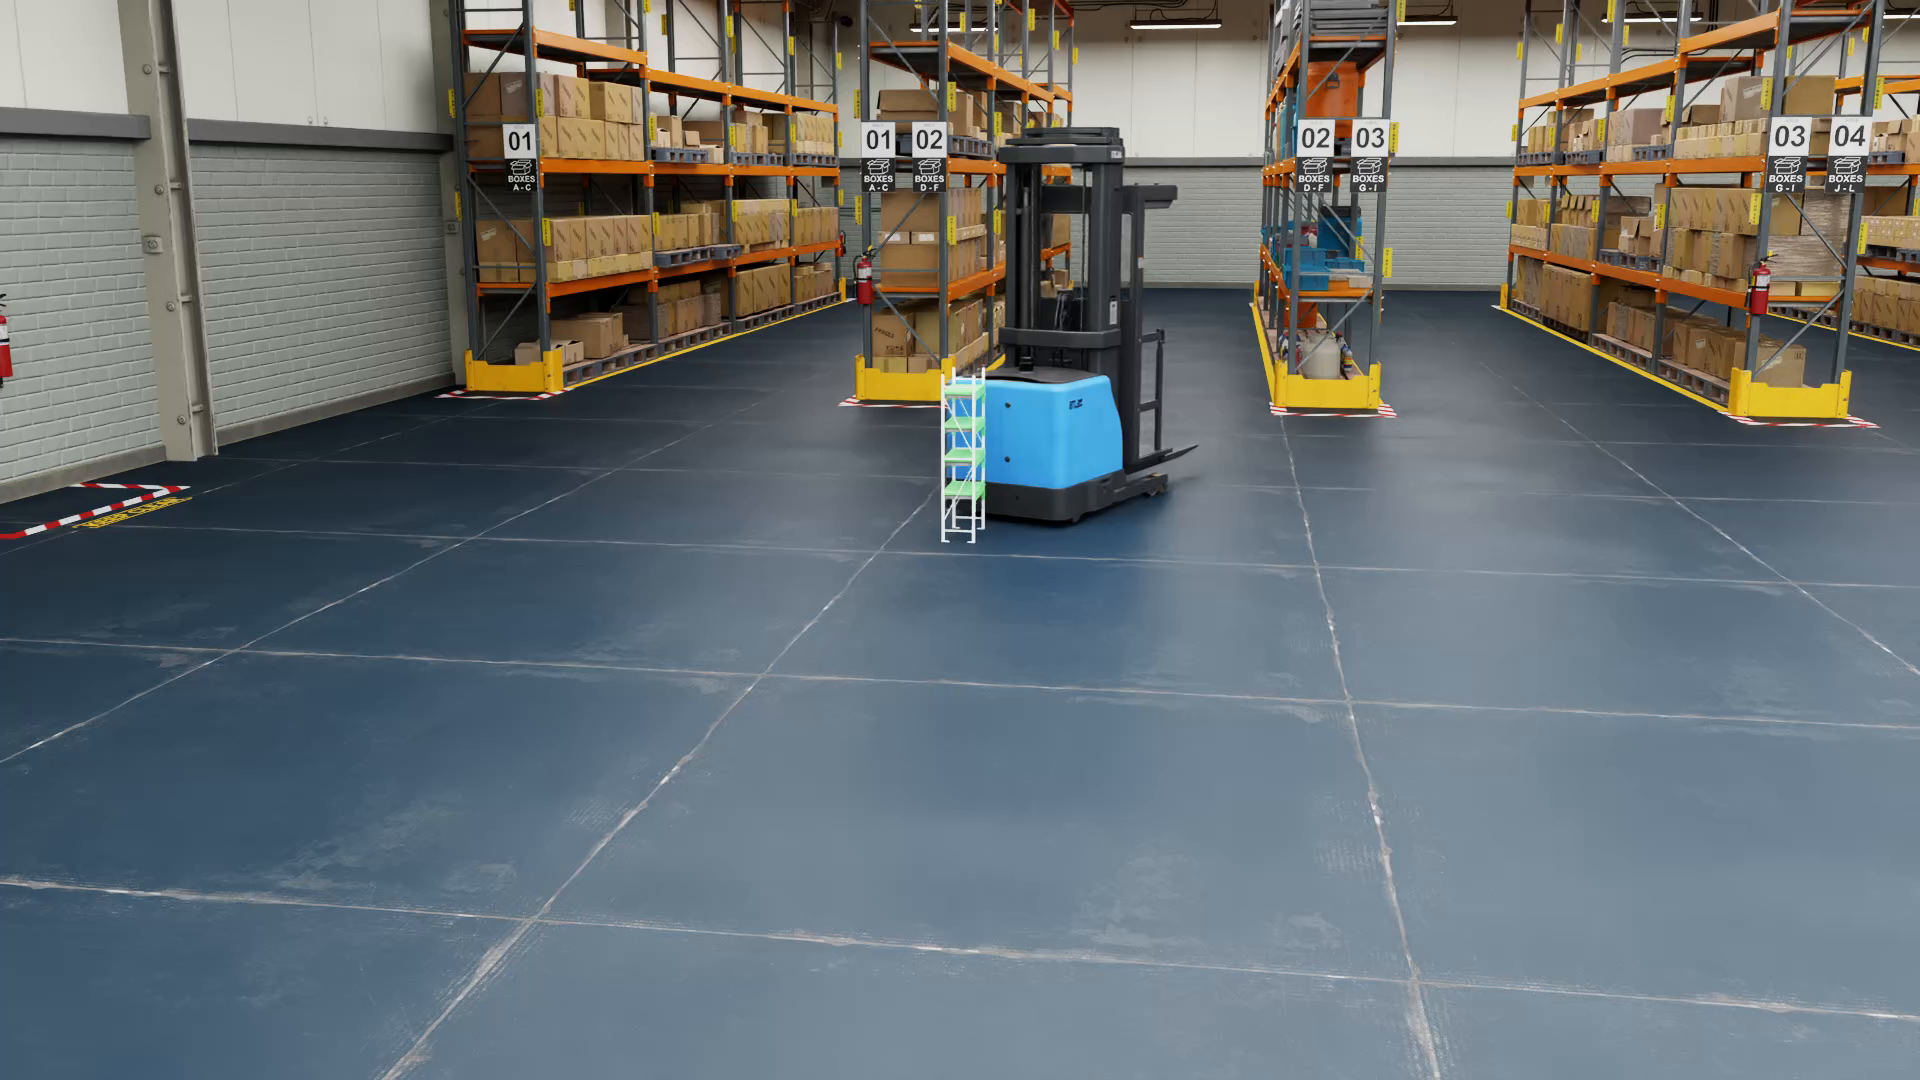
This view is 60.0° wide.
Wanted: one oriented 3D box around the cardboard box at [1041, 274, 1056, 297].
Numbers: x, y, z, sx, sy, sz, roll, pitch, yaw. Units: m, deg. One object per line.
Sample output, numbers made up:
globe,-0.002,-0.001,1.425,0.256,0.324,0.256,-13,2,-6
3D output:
cardboard box,1.486,-5.042,33.150,0.797,0.503,0.637,2,12,9

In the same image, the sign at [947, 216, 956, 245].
sign,-0.096,-3.601,19.338,0.100,0.325,0.005,2,12,9

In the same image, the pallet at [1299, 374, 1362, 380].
pallet,4.346,-1.820,19.936,1.003,0.211,1.213,2,12,9

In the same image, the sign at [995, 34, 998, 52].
sign,0.669,-9.105,30.478,0.100,0.325,0.005,2,12,9

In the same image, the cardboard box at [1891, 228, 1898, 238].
cardboard box,15.043,-4.880,26.408,0.380,0.149,0.250,2,12,8

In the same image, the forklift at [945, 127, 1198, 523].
forklift,1.070,-1.827,13.514,1.130,2.935,3.031,7,14,30

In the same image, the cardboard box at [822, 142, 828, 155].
cardboard box,-3.007,-8.026,34.117,0.500,0.250,0.500,1,12,7

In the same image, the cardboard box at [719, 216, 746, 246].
cardboard box,-3.981,-5.280,28.382,0.500,0.500,0.500,2,12,10

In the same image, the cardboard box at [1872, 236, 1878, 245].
cardboard box,15.165,-4.896,27.190,0.380,0.149,0.250,2,12,8

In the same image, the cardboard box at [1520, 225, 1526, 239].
cardboard box,11.110,-5.935,32.062,0.500,0.250,0.500,1,12,7

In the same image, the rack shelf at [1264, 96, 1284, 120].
rack shelf,6.403,-8.296,31.787,1.077,0.370,4.000,2,12,9

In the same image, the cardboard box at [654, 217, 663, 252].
cardboard box,-4.812,-4.519,24.561,0.700,0.500,0.500,2,12,9

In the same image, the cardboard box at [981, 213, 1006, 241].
cardboard box,0.572,-5.212,27.824,0.700,0.500,0.500,-2,12,-10

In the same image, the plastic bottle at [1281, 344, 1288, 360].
plastic bottle,4.187,-2.357,21.232,0.152,0.276,0.135,2,12,7

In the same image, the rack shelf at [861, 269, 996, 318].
rack shelf,-0.336,-3.223,21.534,1.077,0.370,4.000,2,12,9

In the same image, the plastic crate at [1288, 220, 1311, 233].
plastic crate,6.844,-6.298,33.871,0.616,0.435,0.499,2,12,9

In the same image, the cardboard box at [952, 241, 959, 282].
cardboard box,-0.401,-3.516,20.952,0.700,0.500,0.500,2,12,9

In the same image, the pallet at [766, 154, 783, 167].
pallet,-3.786,-6.996,30.670,0.805,0.209,1.217,1,12,6

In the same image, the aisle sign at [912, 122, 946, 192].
aisle sign,-0.351,-4.405,19.143,0.394,0.787,0.004,2,12,9

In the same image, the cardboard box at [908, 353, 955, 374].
cardboard box,-0.341,-2.123,20.257,0.500,0.250,0.500,2,12,9

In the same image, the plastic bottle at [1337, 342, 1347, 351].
plastic bottle,4.943,-2.429,21.563,0.152,0.276,0.135,2,12,10

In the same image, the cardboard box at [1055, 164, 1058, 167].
cardboard box,1.602,-7.246,31.732,0.500,0.250,0.500,2,12,9

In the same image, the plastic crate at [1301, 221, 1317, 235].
plastic crate,6.481,-5.733,31.181,0.402,0.464,0.583,2,12,9

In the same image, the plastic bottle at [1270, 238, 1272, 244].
plastic bottle,5.506,-5.157,29.098,0.152,0.276,0.135,2,12,9

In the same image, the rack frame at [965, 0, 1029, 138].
rack frame,0.587,-7.756,26.622,1.000,3.000,0.127,2,12,9

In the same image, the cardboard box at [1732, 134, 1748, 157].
cardboard box,9.041,-4.442,18.720,0.500,0.250,0.500,2,12,9

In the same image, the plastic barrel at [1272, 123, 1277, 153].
plastic barrel,5.767,-7.131,29.524,0.433,0.535,0.433,0,12,0

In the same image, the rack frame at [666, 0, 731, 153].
rack frame,-4.309,-7.916,27.363,1.000,3.000,0.127,2,12,9

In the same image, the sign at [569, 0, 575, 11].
sign,-5.473,-7.634,23.462,0.100,0.325,0.005,2,12,9

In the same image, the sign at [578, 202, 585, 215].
sign,-5.473,-4.734,24.089,0.100,0.325,0.005,2,12,9

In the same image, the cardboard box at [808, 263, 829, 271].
cardboard box,-2.965,-5.714,34.784,0.380,0.149,0.250,2,12,10

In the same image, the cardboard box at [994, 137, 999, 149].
cardboard box,0.326,-5.985,24.883,0.500,0.250,0.500,1,12,4

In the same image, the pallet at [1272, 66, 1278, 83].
pallet,5.622,-7.456,26.628,1.213,0.211,1.003,2,12,9

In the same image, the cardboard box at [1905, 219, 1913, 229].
cardboard box,14.964,-4.917,25.875,0.380,0.149,0.250,2,12,10

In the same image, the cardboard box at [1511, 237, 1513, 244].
cardboard box,11.224,-5.981,33.222,0.380,0.149,0.250,2,12,9

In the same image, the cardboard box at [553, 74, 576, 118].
cardboard box,-5.113,-5.506,20.646,0.500,0.500,0.500,2,12,8

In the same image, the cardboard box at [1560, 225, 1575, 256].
cardboard box,10.518,-5.087,28.238,0.500,0.500,0.500,2,12,7

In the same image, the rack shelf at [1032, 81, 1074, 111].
rack shelf,1.510,-8.652,32.494,1.077,0.370,4.000,2,12,9

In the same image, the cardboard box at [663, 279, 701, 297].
cardboard box,-4.517,-4.074,26.889,0.500,0.250,0.500,2,12,10

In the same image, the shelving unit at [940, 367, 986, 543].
shelving unit,0.025,-0.621,12.027,0.258,1.200,0.503,2,12,9

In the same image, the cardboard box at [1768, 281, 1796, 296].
cardboard box,8.984,-2.779,18.366,0.380,0.149,0.250,2,12,9

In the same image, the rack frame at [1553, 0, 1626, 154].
rack frame,10.990,-8.267,28.993,1.000,3.000,0.127,2,12,9

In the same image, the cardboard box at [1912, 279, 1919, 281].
cardboard box,15.851,-4.122,27.157,0.500,0.250,0.500,1,12,6

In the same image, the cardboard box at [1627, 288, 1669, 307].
cardboard box,10.230,-3.610,24.733,0.500,0.250,0.500,3,13,15

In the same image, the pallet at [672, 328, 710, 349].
pallet,-4.620,-3.204,26.359,1.003,0.211,1.213,2,12,9

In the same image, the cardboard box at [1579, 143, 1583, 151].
cardboard box,10.613,-6.578,27.875,0.380,0.149,0.250,1,12,6

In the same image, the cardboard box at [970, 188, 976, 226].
cardboard box,-0.167,-4.476,22.325,0.700,0.500,0.500,2,12,9

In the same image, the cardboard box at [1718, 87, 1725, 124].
cardboard box,9.942,-5.472,21.014,0.500,0.500,0.500,2,12,7

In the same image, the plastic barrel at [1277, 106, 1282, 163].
plastic barrel,5.039,-6.038,24.752,0.600,0.830,0.708,2,12,9

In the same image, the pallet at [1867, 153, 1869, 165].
pallet,15.675,-6.402,27.905,1.213,0.211,1.003,2,12,9

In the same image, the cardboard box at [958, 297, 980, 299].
cardboard box,0.063,-3.643,25.978,0.500,0.311,0.500,2,12,7

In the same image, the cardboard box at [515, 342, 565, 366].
cardboard box,-5.344,-2.359,21.159,0.500,0.311,0.500,0,12,2

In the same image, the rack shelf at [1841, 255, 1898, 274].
rack shelf,16.183,-5.217,30.789,1.077,0.370,4.000,2,12,9

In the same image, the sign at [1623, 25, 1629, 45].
sign,11.528,-8.747,28.816,0.100,0.325,0.005,2,12,9

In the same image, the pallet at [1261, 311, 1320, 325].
pallet,5.936,-3.972,29.924,1.003,0.211,1.213,2,12,9
